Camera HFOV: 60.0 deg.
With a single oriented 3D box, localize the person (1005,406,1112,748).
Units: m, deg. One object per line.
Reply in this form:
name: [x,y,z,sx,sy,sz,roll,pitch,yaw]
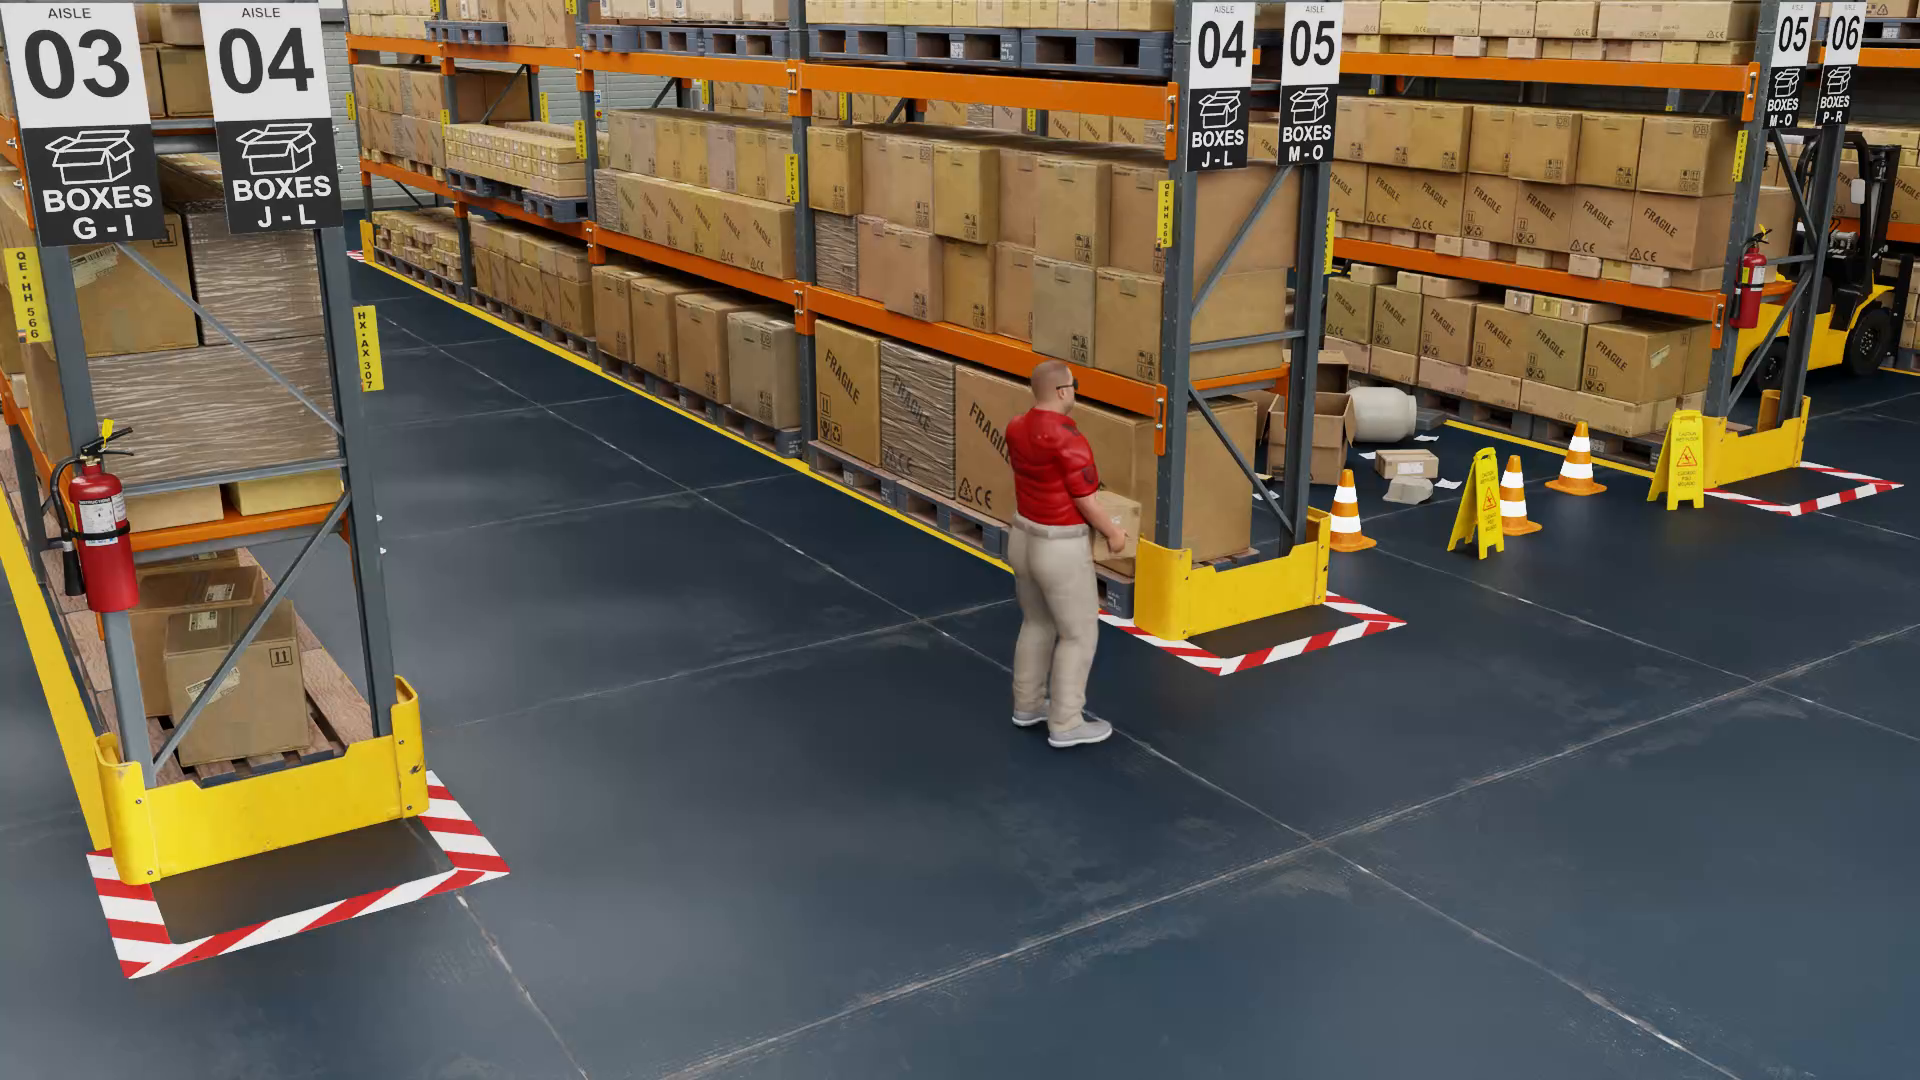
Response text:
person: [0.429,0.142,7.451,0.387,1.533,0.524,-12,21,-32]
